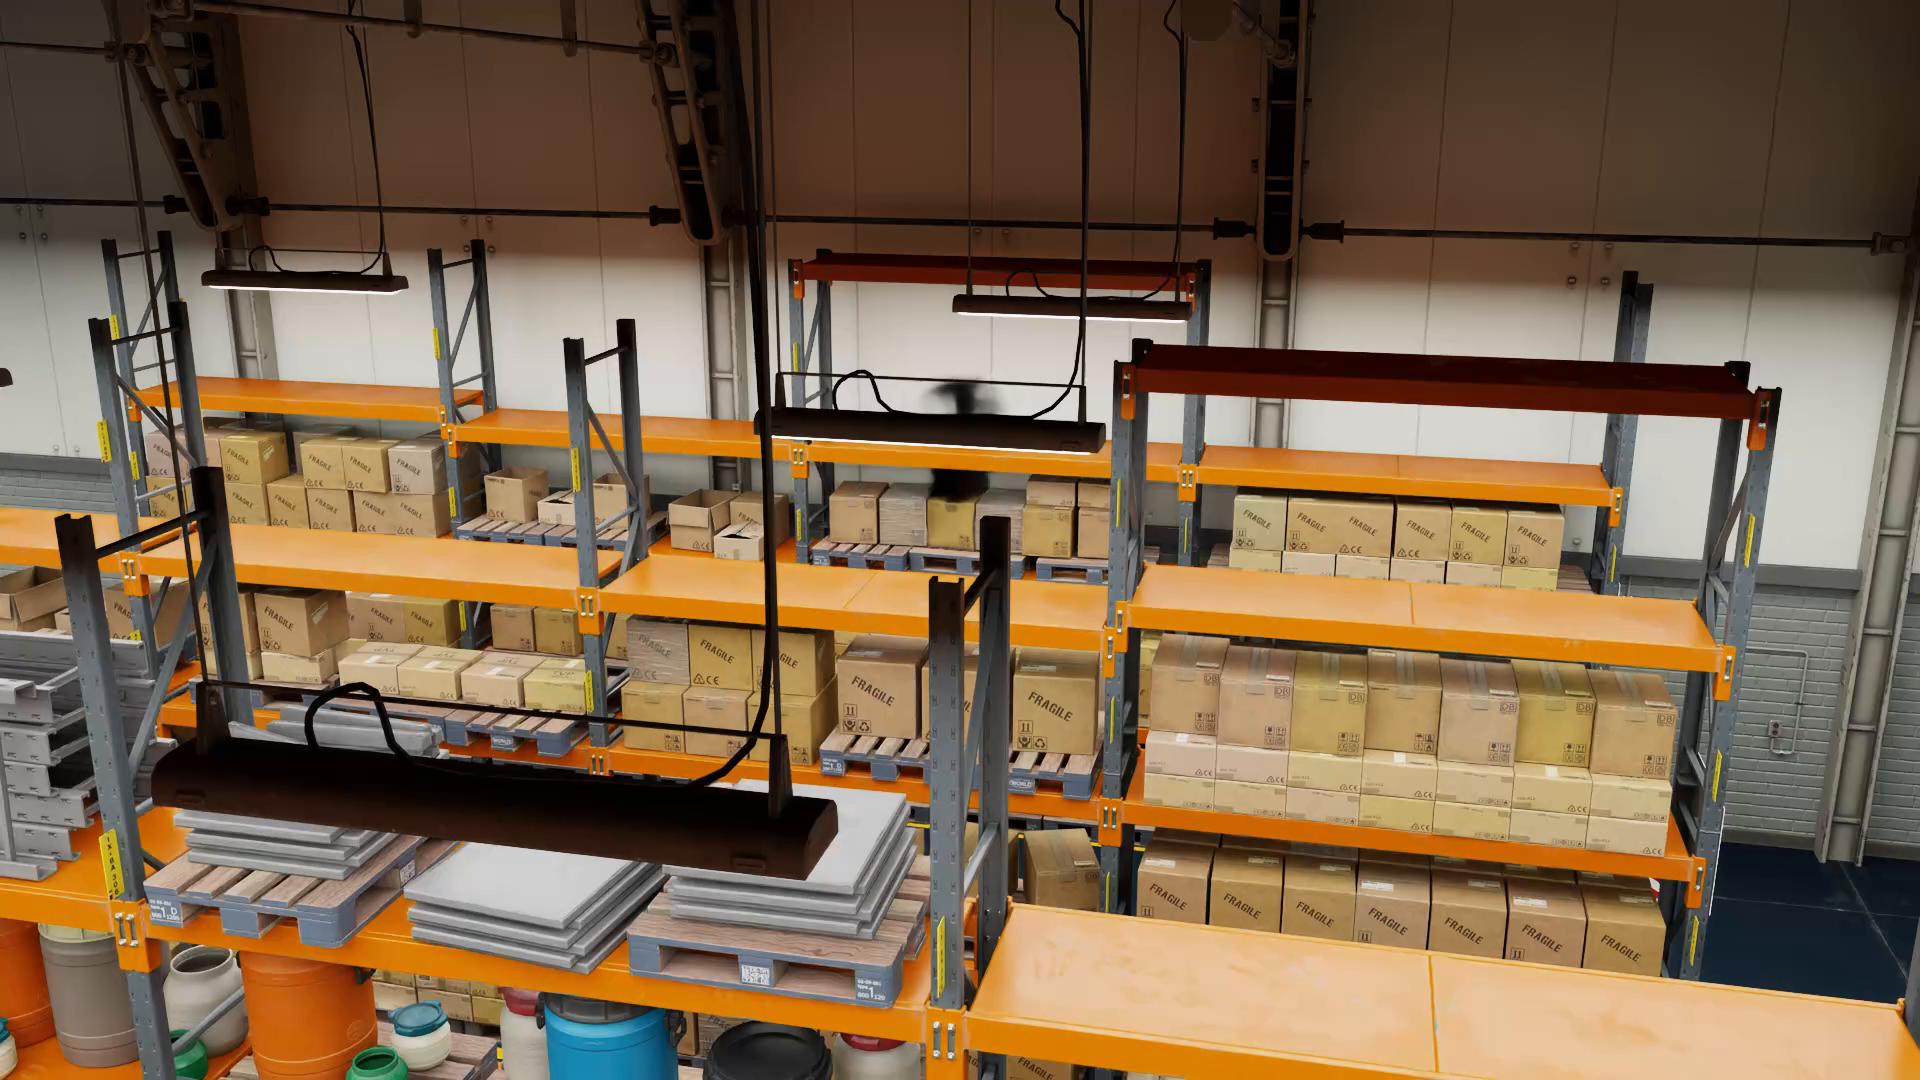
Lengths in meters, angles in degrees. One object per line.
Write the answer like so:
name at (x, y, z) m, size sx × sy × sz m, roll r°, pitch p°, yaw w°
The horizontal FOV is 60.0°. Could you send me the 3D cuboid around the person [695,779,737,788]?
person at (-2.083, 2.862, 15.611) m, size 0.896 × 1.724 × 0.656 m, roll 2°, pitch 16°, yaw 5°
